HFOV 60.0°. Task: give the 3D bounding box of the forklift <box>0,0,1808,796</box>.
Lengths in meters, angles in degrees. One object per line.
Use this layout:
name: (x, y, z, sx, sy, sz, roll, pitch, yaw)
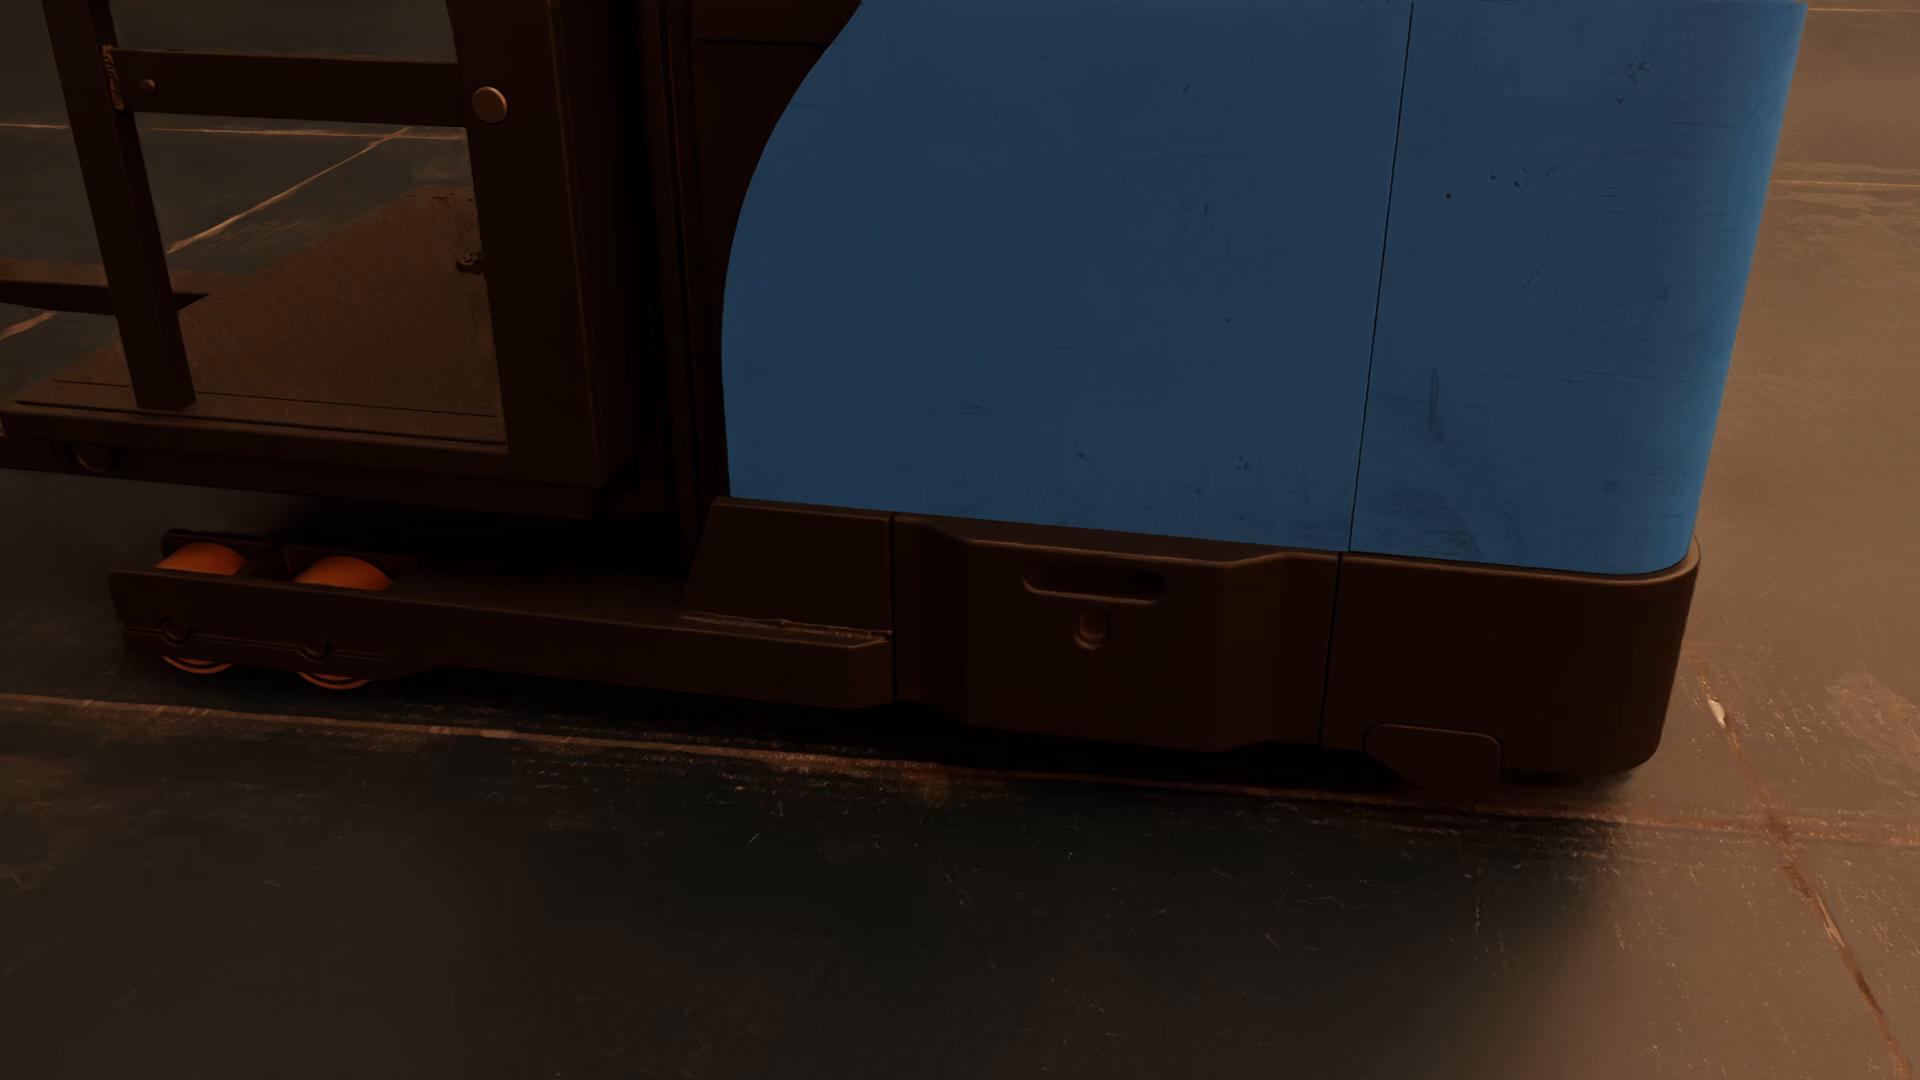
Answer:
forklift: (-0.604, -1.345, 1.913, 3.031, 2.935, 1.130, 5, 27, 10)
